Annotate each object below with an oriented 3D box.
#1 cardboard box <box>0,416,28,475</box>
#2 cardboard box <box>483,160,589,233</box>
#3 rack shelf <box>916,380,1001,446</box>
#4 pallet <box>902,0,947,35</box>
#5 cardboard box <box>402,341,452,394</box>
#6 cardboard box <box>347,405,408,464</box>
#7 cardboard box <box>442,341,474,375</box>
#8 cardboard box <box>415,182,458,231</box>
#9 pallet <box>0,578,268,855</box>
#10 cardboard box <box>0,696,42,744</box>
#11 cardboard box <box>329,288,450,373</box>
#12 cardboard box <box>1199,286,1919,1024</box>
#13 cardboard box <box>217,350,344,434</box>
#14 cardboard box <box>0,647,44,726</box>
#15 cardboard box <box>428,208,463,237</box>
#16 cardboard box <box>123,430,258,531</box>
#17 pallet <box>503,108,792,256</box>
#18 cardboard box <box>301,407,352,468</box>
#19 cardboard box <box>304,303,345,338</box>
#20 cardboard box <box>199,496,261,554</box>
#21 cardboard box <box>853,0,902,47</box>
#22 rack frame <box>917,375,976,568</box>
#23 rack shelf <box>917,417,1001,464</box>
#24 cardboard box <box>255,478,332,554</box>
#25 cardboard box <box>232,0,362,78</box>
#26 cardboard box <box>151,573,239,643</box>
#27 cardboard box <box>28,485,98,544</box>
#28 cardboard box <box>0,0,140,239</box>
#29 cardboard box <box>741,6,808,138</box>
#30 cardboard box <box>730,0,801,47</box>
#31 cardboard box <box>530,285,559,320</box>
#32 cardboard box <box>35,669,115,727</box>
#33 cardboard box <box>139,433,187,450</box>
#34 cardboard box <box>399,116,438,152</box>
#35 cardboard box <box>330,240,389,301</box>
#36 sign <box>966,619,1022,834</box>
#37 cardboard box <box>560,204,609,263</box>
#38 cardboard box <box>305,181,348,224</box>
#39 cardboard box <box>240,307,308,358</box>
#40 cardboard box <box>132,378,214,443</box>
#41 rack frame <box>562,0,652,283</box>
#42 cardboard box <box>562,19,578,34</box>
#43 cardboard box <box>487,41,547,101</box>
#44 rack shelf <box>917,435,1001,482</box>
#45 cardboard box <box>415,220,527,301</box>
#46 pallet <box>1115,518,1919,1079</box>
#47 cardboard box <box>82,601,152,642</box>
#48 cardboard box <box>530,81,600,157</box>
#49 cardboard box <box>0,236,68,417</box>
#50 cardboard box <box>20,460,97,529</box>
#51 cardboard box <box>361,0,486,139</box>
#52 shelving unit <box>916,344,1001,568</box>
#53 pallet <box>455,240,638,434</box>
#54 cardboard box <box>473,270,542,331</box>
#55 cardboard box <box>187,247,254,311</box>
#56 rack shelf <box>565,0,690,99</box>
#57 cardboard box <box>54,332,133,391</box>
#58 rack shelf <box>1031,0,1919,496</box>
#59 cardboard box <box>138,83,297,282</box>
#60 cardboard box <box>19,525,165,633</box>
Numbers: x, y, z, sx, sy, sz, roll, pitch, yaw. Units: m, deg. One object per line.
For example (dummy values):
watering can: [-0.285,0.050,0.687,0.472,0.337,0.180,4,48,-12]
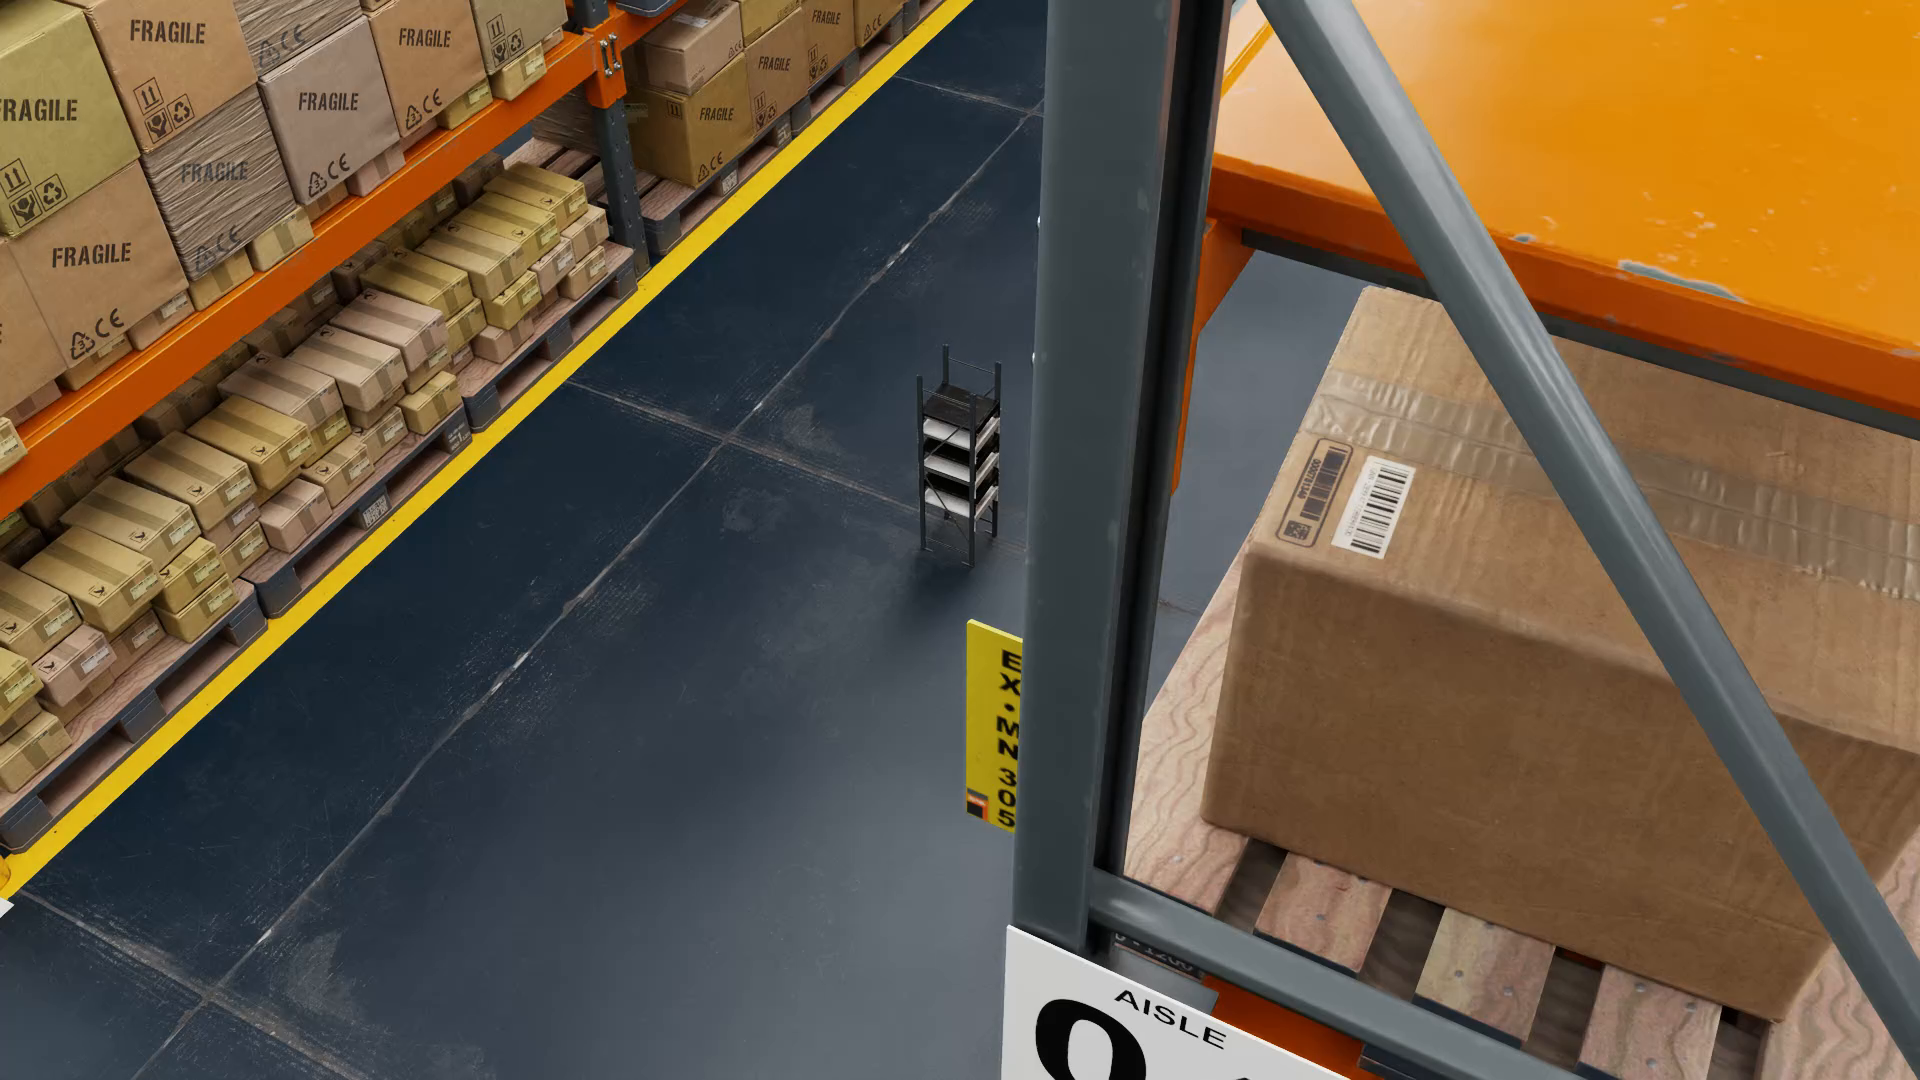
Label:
cardboard box: [-3.126,-0.299,5.113,0.380,0.149,0.250,19,48,18]
cardboard box: [-1.898,-1.530,7.444,0.380,0.149,0.250,22,49,20]
rack shelf: [-0.004,-0.478,6.257,0.258,0.077,0.200,20,49,19]
pallet: [-0.470,-3.533,10.093,1.003,0.211,1.213,20,49,19]
cardboard box: [-2.355,-0.790,6.922,0.380,0.149,0.250,22,49,20]
cardboard box: [-2.504,-0.477,6.821,0.380,0.149,0.250,21,49,20]
cardboard box: [-2.334,-0.821,7.162,0.380,0.149,0.250,19,48,18]
cardboard box: [-2.487,-1.537,7.451,0.380,0.149,0.250,23,50,21]
pallet: [-3.376,0.467,6.140,1.003,0.211,1.213,20,49,19]
cardboard box: [-3.349,0.539,5.608,0.380,0.149,0.250,22,49,21]
cardboard box: [-2.324,-0.858,6.779,0.380,0.149,0.250,18,48,17]
cardboard box: [0.720,0.118,1.979,0.700,0.500,0.500,18,48,17]
cardboard box: [-2.650,-0.563,6.489,0.380,0.149,0.250,21,49,19]
cardboard box: [-3.276,0.462,5.475,0.380,0.149,0.250,18,48,17]
cardboard box: [-2.453,-1.423,7.548,0.380,0.149,0.250,21,49,19]
cardboard box: [-2.845,-0.223,6.152,0.380,0.149,0.250,22,49,21]
pallet: [-1.603,-1.996,8.574,1.003,0.211,1.213,20,49,19]
cardboard box: [-2.659,-0.474,6.609,0.380,0.149,0.250,23,50,21]
cardboard box: [-2.810,-0.923,7.054,0.380,0.149,0.250,23,50,21]
cardboard box: [-2.883,-0.122,6.262,0.380,0.149,0.250,18,48,17]
cardboard box: [-0.656,-3.109,9.176,0.500,0.500,0.500,18,48,17]
rack frame: [-0.051,-0.247,6.362,0.240,0.900,0.006,20,49,19]
rack shelf: [-0.004,-0.414,6.321,0.258,0.077,0.200,20,49,19]
cardboard box: [-2.693,-0.131,6.480,0.380,0.149,0.250,18,48,17]
cardboard box: [-2.427,-1.946,5.582,0.500,0.500,0.500,22,49,20]
cardboard box: [-2.919,0.189,6.163,0.380,0.149,0.250,21,49,20]
cardboard box: [-3.372,-0.105,6.245,0.380,0.149,0.250,20,49,19]
cardboard box: [-2.887,-1.292,4.935,0.500,0.500,0.500,19,48,18]
cardboard box: [-1.141,-2.466,8.540,0.500,0.500,0.500,23,50,21]
cardboard box: [-1.141,-2.732,8.276,0.500,0.250,0.500,22,49,20]
cardboard box: [-2.038,-1.135,7.472,0.380,0.149,0.250,22,49,20]
cardboard box: [-3.244,0.473,5.883,0.380,0.149,0.250,20,49,19]
cardboard box: [-3.224,-0.456,6.591,0.380,0.149,0.250,23,50,21]
cardboard box: [-2.269,-1.653,6.451,0.380,0.149,0.250,19,48,18]
cardboard box: [-2.662,-1.190,7.108,0.380,0.149,0.250,19,48,18]
sign: [0.052,0.210,1.757,0.100,0.325,0.005,20,49,19]
cardboard box: [-1.828,-1.432,7.556,0.380,0.149,0.250,21,49,20]
cardboard box: [-2.495,-1.315,6.117,0.380,0.149,0.250,20,49,18]
cardboard box: [-2.905,-0.857,6.779,0.380,0.149,0.250,19,48,17]
cardboard box: [-3.151,-0.541,6.466,0.380,0.149,0.250,19,48,18]
rack frame: [-1.963,-2.485,7.097,1.000,3.000,0.127,20,49,19]
cardboard box: [-1.841,-2.570,8.116,0.500,0.250,0.500,19,48,18]
cardboard box: [-1.911,-1.941,6.736,0.380,0.149,0.250,19,48,18]
rack shelf: [-0.004,-0.351,6.385,0.258,0.077,0.200,20,49,19]
cardboard box: [-2.090,-1.196,7.114,0.380,0.149,0.250,20,49,19]
pallet: [0.861,0.242,2.355,1.003,0.211,1.213,20,49,19]
cardboard box: [-3.137,0.202,5.941,0.380,0.149,0.250,21,49,20]
cardboard box: [-1.843,-2.303,8.380,0.500,0.500,0.500,20,49,18]
cardboard box: [-3.141,-0.642,4.996,0.500,0.500,0.500,21,49,19]
cardboard box: [-3.447,-0.224,6.153,0.380,0.149,0.250,19,48,18]
cardboard box: [-2.180,-1.900,6.239,0.500,0.500,0.500,19,48,18]
shelving unit: [-0.004,-0.311,6.425,0.258,0.900,0.210,20,49,19]
pallet: [-2.244,-1.070,7.659,1.003,0.211,1.213,20,49,19]
cardboard box: [-2.051,-1.083,7.211,0.380,0.149,0.250,19,48,18]
cardboard box: [-2.700,-0.972,5.779,0.380,0.149,0.250,22,49,20]
rack shelf: [-1.035,-3.492,8.598,1.077,0.370,4.000,20,49,19]
cardboard box: [-2.979,-0.670,5.480,0.380,0.149,0.250,20,49,19]
rack shelf: [1.455,-1.239,2.435,1.077,0.370,4.000,20,49,19]
cardboard box: [-2.671,-1.270,5.616,0.500,0.500,0.500,19,48,18]
cardboard box: [-3.024,0.132,5.801,0.380,0.149,0.250,20,49,19]
